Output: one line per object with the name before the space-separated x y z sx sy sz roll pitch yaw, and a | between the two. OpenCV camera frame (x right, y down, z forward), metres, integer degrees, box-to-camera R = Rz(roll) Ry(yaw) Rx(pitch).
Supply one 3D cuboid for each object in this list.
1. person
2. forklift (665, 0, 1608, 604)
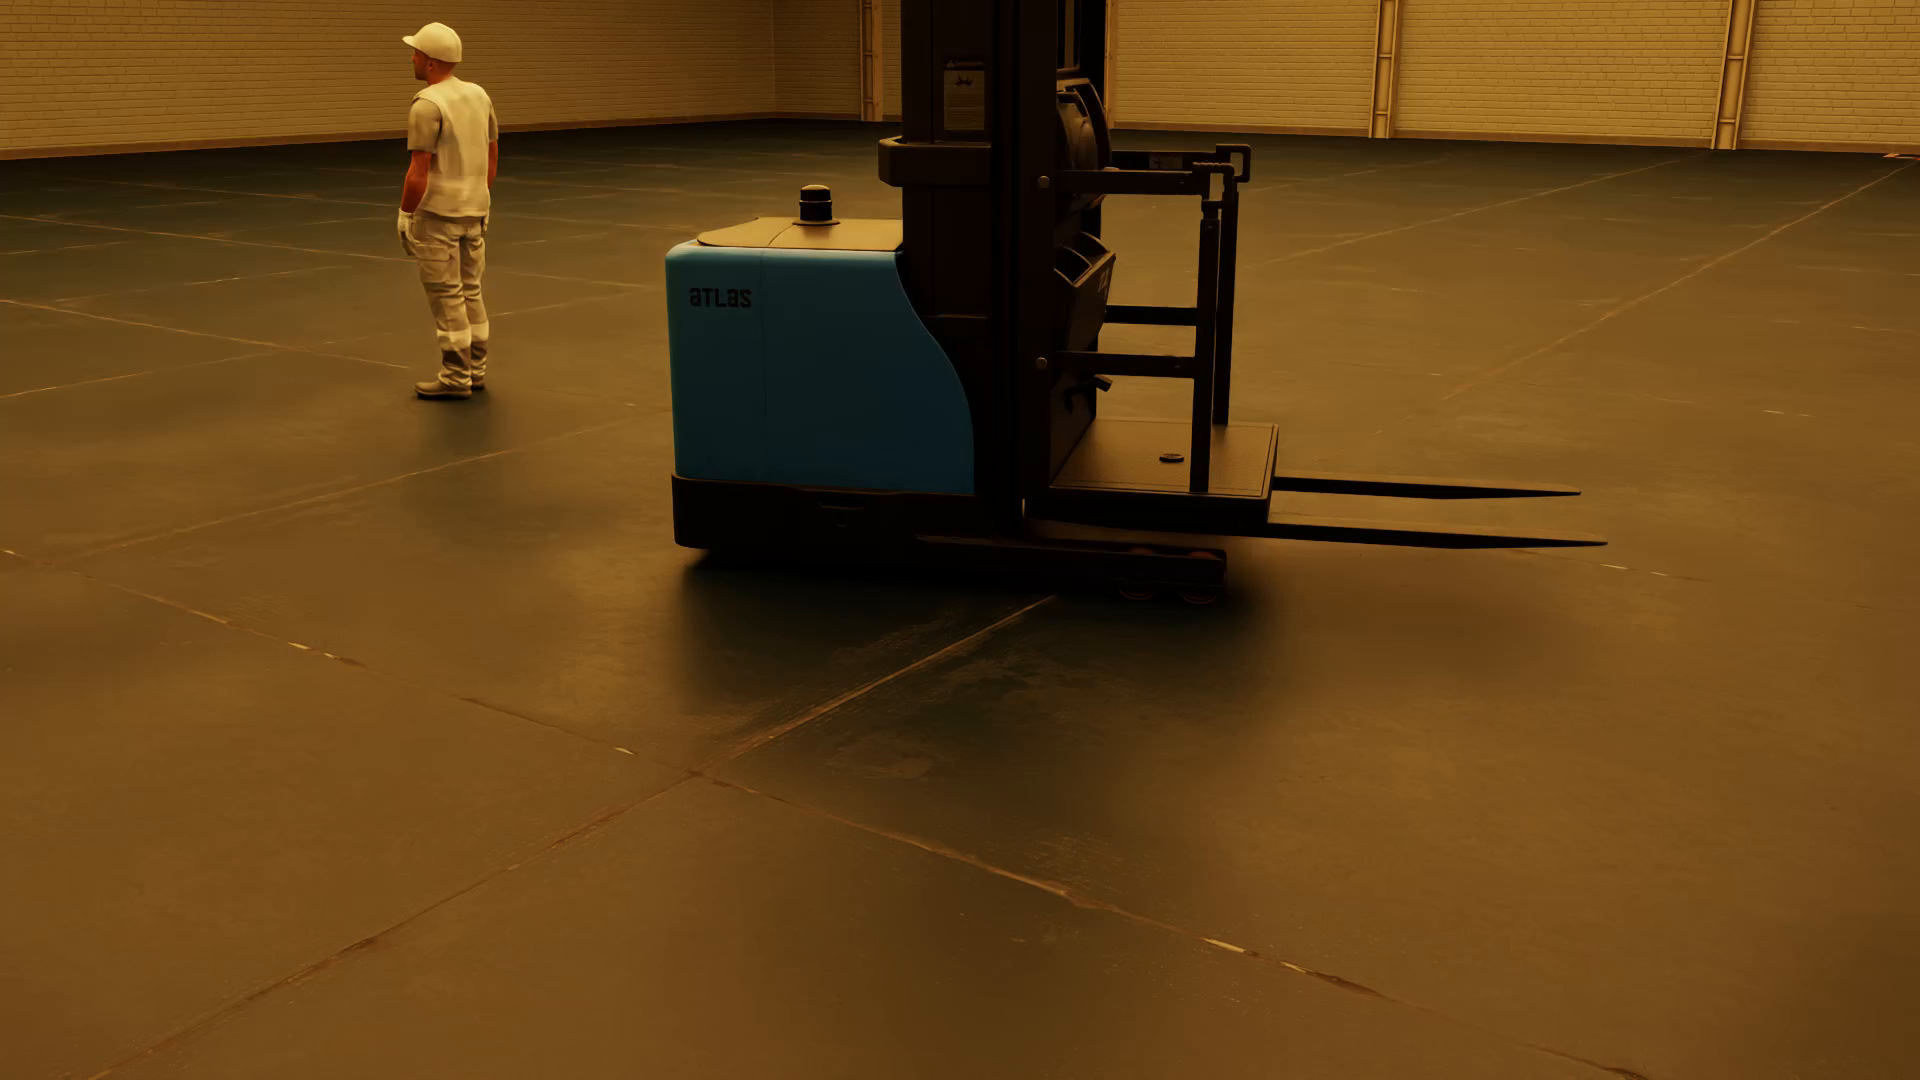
person | -2.555 -1.590 8.125 0.552 1.790 0.637 7 18 22
forklift | 0.595 -1.367 5.404 3.031 2.935 1.130 4 17 12
